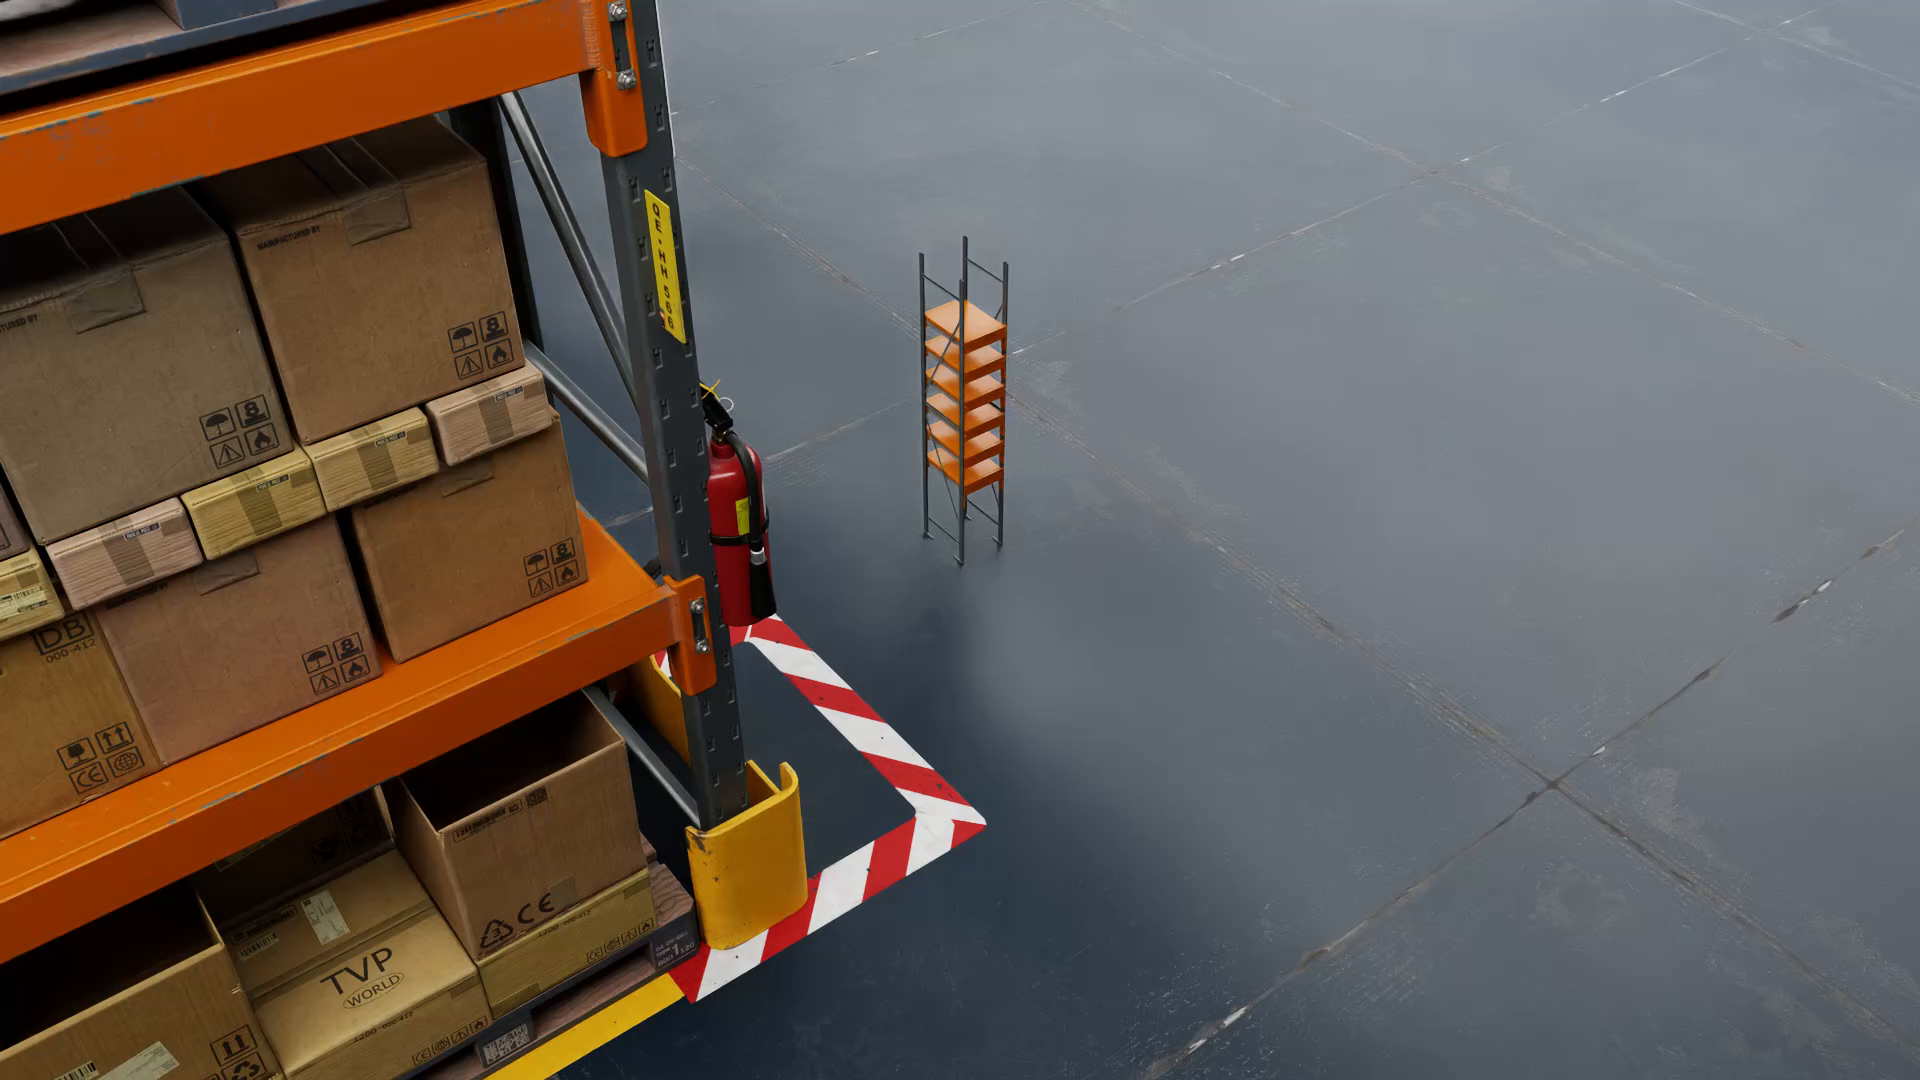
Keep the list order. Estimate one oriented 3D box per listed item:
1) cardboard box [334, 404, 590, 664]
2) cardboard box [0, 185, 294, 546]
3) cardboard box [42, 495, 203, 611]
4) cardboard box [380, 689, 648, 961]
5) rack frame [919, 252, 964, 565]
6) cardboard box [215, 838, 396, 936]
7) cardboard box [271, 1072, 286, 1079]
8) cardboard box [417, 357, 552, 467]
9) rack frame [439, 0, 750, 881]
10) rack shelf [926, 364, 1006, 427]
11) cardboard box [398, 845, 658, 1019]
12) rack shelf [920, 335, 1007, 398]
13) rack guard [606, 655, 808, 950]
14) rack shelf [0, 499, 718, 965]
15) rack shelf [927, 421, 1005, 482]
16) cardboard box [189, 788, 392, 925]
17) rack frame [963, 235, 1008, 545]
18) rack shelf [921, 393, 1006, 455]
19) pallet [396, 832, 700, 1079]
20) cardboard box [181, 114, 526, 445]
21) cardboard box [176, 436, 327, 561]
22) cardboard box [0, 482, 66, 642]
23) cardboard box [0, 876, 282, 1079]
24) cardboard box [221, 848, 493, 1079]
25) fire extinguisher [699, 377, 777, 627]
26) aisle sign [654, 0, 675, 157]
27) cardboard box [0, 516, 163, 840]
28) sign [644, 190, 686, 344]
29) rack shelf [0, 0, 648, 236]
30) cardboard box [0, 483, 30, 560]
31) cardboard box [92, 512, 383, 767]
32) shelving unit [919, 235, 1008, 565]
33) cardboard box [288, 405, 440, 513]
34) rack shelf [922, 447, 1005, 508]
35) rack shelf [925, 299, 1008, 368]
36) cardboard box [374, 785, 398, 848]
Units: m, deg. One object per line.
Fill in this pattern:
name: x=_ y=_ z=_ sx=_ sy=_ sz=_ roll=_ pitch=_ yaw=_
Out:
cardboard box: x=-1.315 y=-0.173 z=4.017 sx=0.500 sy=0.500 sz=0.700 roll=-26 pitch=46 yaw=-28
cardboard box: x=-1.771 y=-0.448 z=3.329 sx=0.500 sy=0.500 sz=0.700 roll=-27 pitch=47 yaw=-29
cardboard box: x=-1.734 y=-0.057 z=3.364 sx=0.250 sy=0.149 sz=0.380 roll=-25 pitch=46 yaw=-28
cardboard box: x=-1.181 y=0.660 z=4.326 sx=0.500 sy=0.500 sz=0.500 roll=-26 pitch=46 yaw=-28
rack frame: x=-0.061 y=-0.434 z=5.833 sx=0.006 sy=1.200 sz=0.240 roll=-26 pitch=46 yaw=-28
cardboard box: x=-1.892 y=0.883 z=4.645 sx=0.500 sy=0.250 sz=0.500 roll=-26 pitch=46 yaw=-28
cardboard box: x=-1.967 y=1.342 z=4.086 sx=0.500 sy=0.250 sz=0.500 roll=-26 pitch=46 yaw=-28
cardboard box: x=-1.124 y=-0.354 z=3.726 sx=0.250 sy=0.149 sz=0.380 roll=-27 pitch=46 yaw=-29
rack frame: x=-0.937 y=-0.308 z=4.260 sx=0.127 sy=3.000 sz=1.000 roll=-26 pitch=46 yaw=-28
rack shelf: x=0.011 y=-0.528 z=5.828 sx=0.180 sy=0.103 sz=0.258 roll=-26 pitch=46 yaw=-28
cardboard box: x=-1.182 y=0.949 z=4.565 sx=0.500 sy=0.250 sz=0.500 roll=-26 pitch=46 yaw=-28
rack shelf: x=0.011 y=-0.621 z=5.752 sx=0.180 sy=0.103 sz=0.258 roll=-26 pitch=46 yaw=-28
rack guard: x=-0.918 y=0.649 z=5.065 sx=0.348 sy=0.500 sz=1.175 roll=-26 pitch=46 yaw=-28
rack shelf: x=-2.523 y=0.743 z=3.546 sx=4.000 sy=0.370 sz=1.077 roll=-26 pitch=46 yaw=-28
rack shelf: x=0.011 y=-0.342 z=5.981 sx=0.180 sy=0.103 sz=0.258 roll=-26 pitch=46 yaw=-28
cardboard box: x=-1.893 y=0.592 z=4.408 sx=0.500 sy=0.500 sz=0.500 roll=-26 pitch=46 yaw=-28
rack frame: x=0.084 y=-0.505 z=5.919 sx=0.006 sy=1.200 sz=0.240 roll=-26 pitch=46 yaw=-28
rack shelf: x=0.011 y=-0.435 z=5.904 sx=0.180 sy=0.103 sz=0.258 roll=-26 pitch=46 yaw=-28
pallet: x=-1.518 y=1.087 z=4.759 sx=1.213 sy=0.211 sz=1.003 roll=-26 pitch=46 yaw=-28
cardboard box: x=-1.357 y=-0.654 z=3.580 sx=0.500 sy=0.500 sz=0.700 roll=-26 pitch=46 yaw=-28
cardboard box: x=-1.533 y=-0.153 z=3.481 sx=0.250 sy=0.149 sz=0.380 roll=-27 pitch=46 yaw=-29
cardboard box: x=-1.942 y=0.045 z=3.240 sx=0.250 sy=0.149 sz=0.380 roll=-25 pitch=45 yaw=-27
cardboard box: x=-1.965 y=1.054 z=3.846 sx=0.500 sy=0.500 sz=0.500 roll=-26 pitch=46 yaw=-28
cardboard box: x=-1.571 y=1.148 z=4.323 sx=0.500 sy=0.250 sz=0.500 roll=-26 pitch=46 yaw=-28
fire extinguisher: x=-0.560 y=-0.090 z=4.056 sx=0.183 sy=0.674 sz=0.296 roll=-26 pitch=46 yaw=-28
aisle sign: x=-0.706 y=-1.191 z=3.287 sx=0.004 sy=0.787 sz=0.394 roll=-26 pitch=46 yaw=-28
cardboard box: x=-2.126 y=0.222 z=3.536 sx=0.500 sy=0.500 sz=0.700 roll=-26 pitch=46 yaw=-28
sign: x=-0.618 y=-0.569 z=3.479 sx=0.005 sy=0.325 sz=0.100 roll=-26 pitch=46 yaw=-28
rack shelf: x=-2.523 y=-0.417 z=2.595 sx=4.000 sy=0.370 sz=1.077 roll=-26 pitch=46 yaw=-28
cardboard box: x=-2.170 y=-0.253 z=3.091 sx=0.500 sy=0.500 sz=0.700 roll=-26 pitch=46 yaw=-28
cardboard box: x=-1.729 y=0.033 z=3.766 sx=0.500 sy=0.500 sz=0.700 roll=-25 pitch=45 yaw=-27
shelving unit: x=0.011 y=-0.469 z=5.876 sx=0.189 sy=1.200 sz=0.258 roll=-26 pitch=46 yaw=-28
cardboard box: x=-1.331 y=-0.252 z=3.602 sx=0.250 sy=0.149 sz=0.380 roll=-25 pitch=45 yaw=-27
rack shelf: x=0.011 y=-0.250 z=6.057 sx=0.180 sy=0.103 sz=0.258 roll=-26 pitch=46 yaw=-28
rack shelf: x=0.011 y=-0.713 z=5.676 sx=0.180 sy=0.103 sz=0.258 roll=-26 pitch=46 yaw=-28
cardboard box: x=-1.498 y=0.688 z=4.883 sx=0.500 sy=0.250 sz=0.500 roll=-26 pitch=46 yaw=-28
